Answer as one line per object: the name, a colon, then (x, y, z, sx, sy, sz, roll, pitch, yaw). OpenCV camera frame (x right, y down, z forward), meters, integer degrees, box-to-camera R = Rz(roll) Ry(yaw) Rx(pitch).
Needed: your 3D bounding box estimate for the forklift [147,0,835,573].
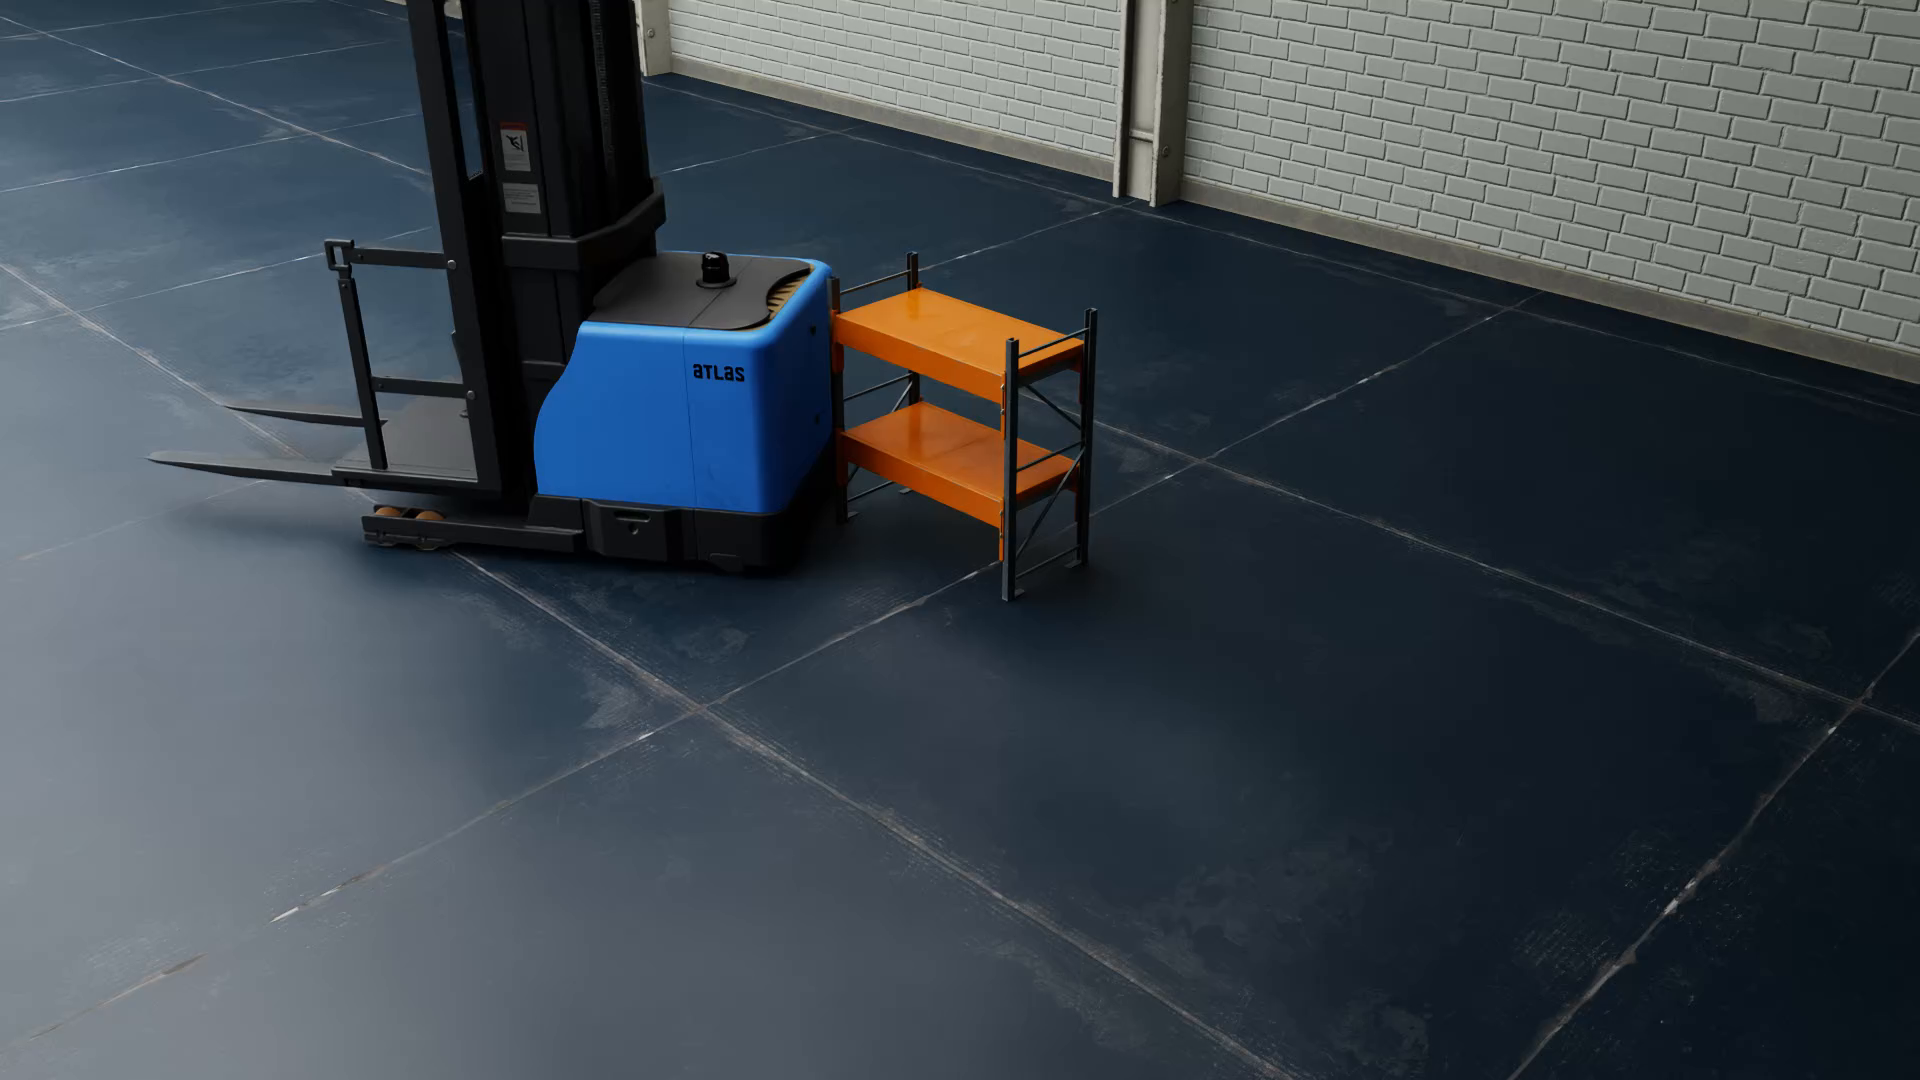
forklift: (-2.108, -1.486, 6.928, 3.031, 2.935, 1.130, 5, 28, 10)

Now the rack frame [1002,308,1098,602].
rack frame: (0.358, -0.334, 6.677, 0.032, 1.125, 0.500, 25, 36, 38)

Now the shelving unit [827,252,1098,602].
shelving unit: (-0.005, -0.500, 6.992, 1.048, 1.125, 0.538, 25, 36, 38)

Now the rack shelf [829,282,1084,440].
rack shelf: (-0.005, -0.759, 6.856, 1.000, 0.278, 0.538, 25, 36, 38)

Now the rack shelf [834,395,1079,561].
rack shelf: (-0.005, -0.284, 7.106, 1.000, 0.278, 0.538, 25, 36, 38)

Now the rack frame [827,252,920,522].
rack frame: (-0.367, -0.666, 7.308, 0.032, 1.125, 0.500, 25, 36, 38)

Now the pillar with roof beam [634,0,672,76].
pillar with roof beam: (-5.955, -6.972, 10.840, 0.400, 9.000, 9.100, 25, 36, 38)

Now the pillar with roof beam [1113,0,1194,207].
pillar with roof beam: (-1.676, -5.014, 7.117, 0.400, 9.000, 9.100, 25, 36, 38)
